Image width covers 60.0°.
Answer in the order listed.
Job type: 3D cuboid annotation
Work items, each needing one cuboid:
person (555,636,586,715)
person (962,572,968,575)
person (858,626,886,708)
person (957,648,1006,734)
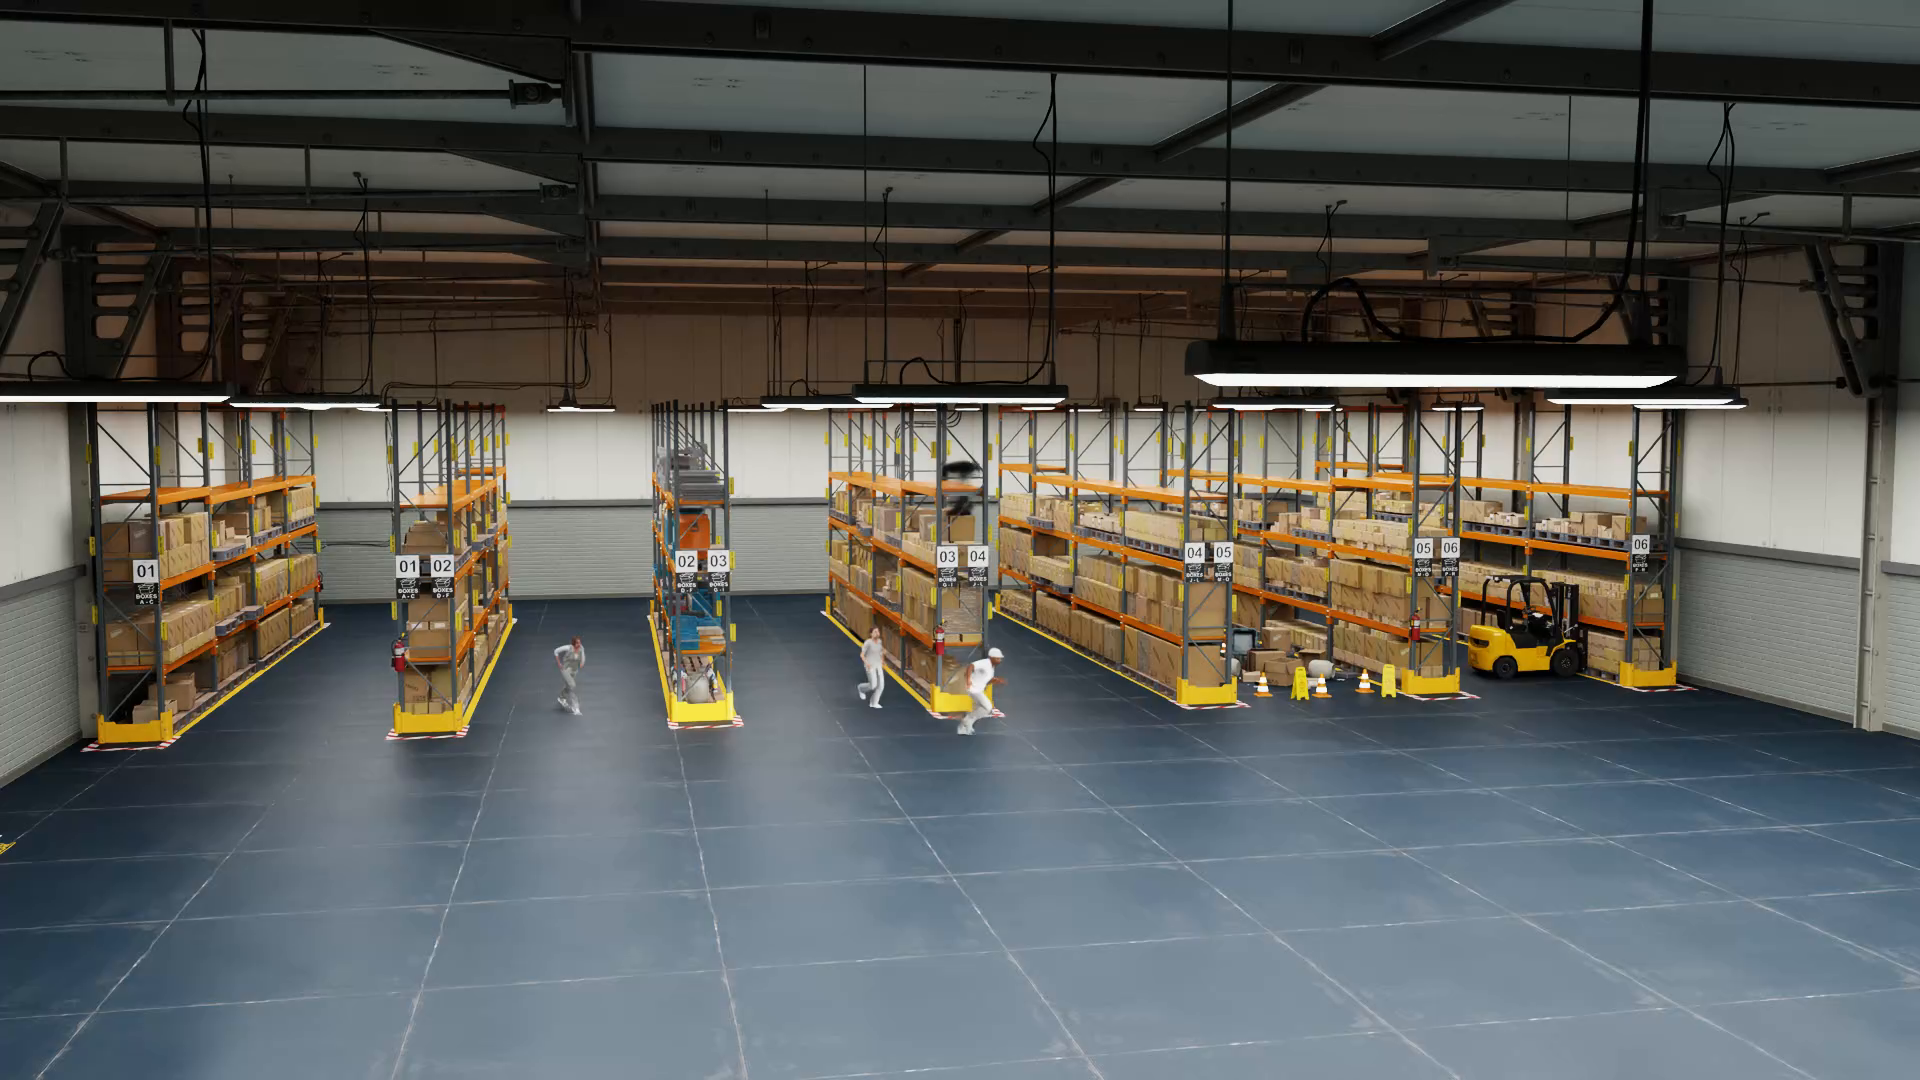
[{"bbox_3d":[-7.535,2.578,31.974,0.584,1.549,0.905,-3,5,-37],"label":"person"},{"bbox_3d":[0.126,1.243,49.137,0.589,1.560,0.810,3,5,38],"label":"person"},{"bbox_3d":[-1.737,2.472,32.545,0.550,1.610,0.628,-3,5,-37],"label":"person"},{"bbox_3d":[0.361,2.700,29.524,0.887,1.579,0.739,1,5,18],"label":"person"}]
